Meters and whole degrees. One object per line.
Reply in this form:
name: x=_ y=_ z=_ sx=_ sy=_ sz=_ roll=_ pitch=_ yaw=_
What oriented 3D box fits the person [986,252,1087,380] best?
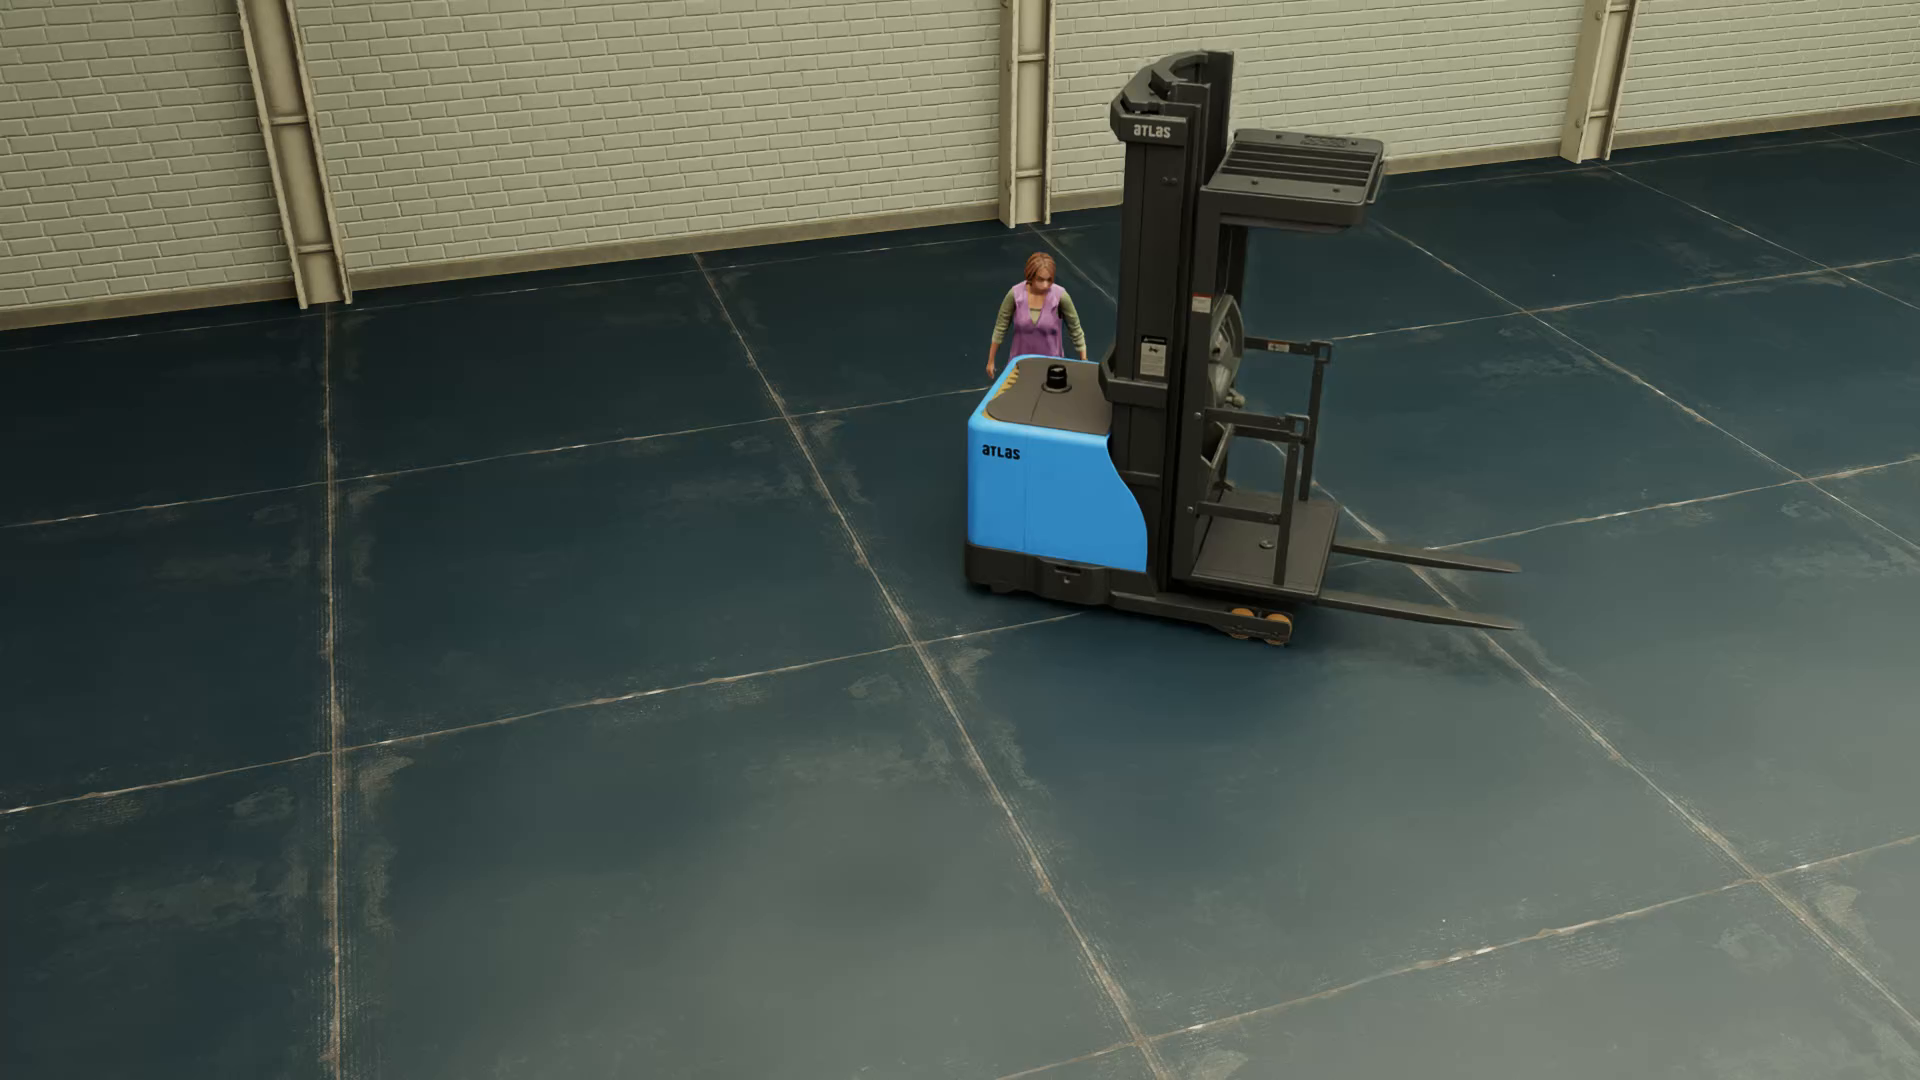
person: x=0.510 y=-1.049 z=10.287 sx=0.708 sy=1.566 sz=0.362 roll=2 pitch=30 yaw=4

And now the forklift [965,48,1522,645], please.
forklift: x=1.602 y=-0.997 z=8.820 sx=3.031 sy=2.935 sz=1.130 roll=9 pitch=31 yaw=15
